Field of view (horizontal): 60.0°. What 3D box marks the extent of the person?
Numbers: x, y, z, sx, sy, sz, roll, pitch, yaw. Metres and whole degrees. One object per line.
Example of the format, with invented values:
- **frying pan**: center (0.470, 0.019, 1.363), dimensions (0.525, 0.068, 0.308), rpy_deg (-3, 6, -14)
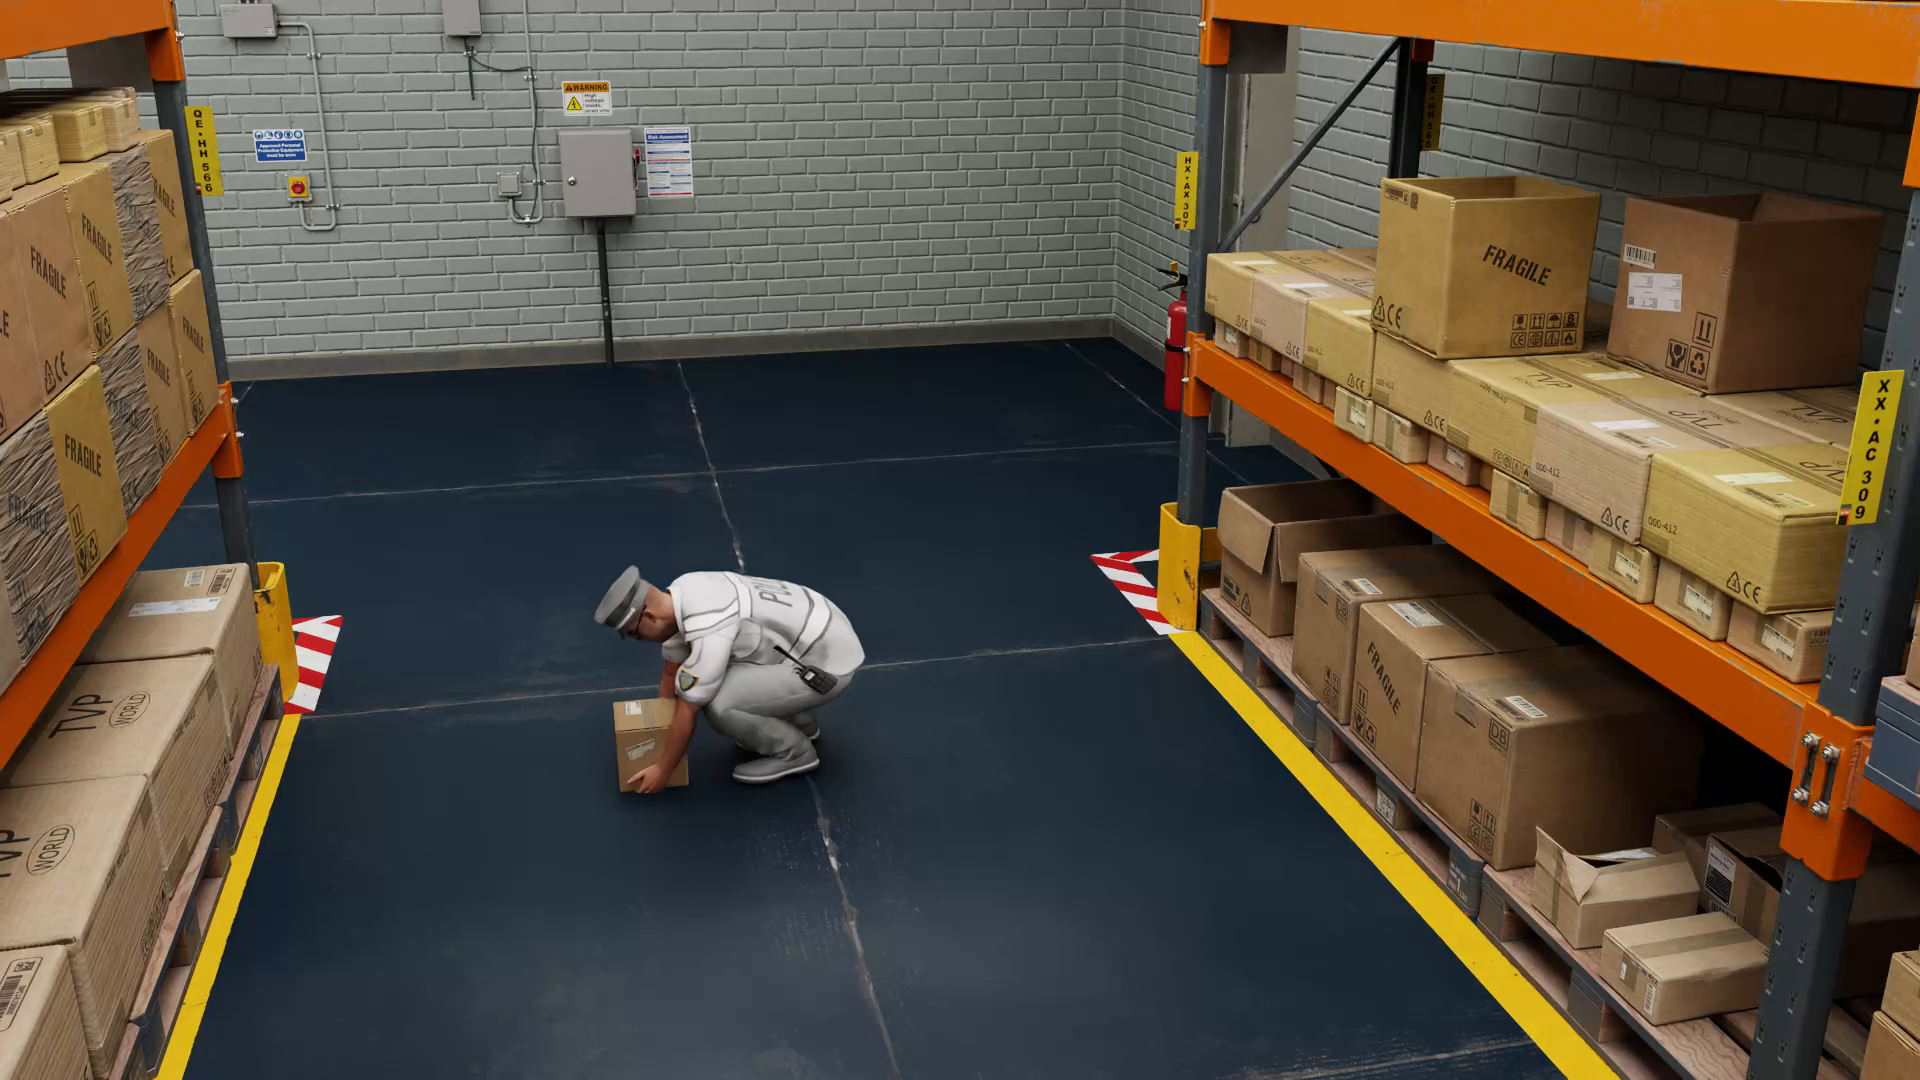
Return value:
- **person**: center (-0.842, 0.482, 6.153), dimensions (0.967, 0.899, 0.545), rpy_deg (-5, 20, -13)
